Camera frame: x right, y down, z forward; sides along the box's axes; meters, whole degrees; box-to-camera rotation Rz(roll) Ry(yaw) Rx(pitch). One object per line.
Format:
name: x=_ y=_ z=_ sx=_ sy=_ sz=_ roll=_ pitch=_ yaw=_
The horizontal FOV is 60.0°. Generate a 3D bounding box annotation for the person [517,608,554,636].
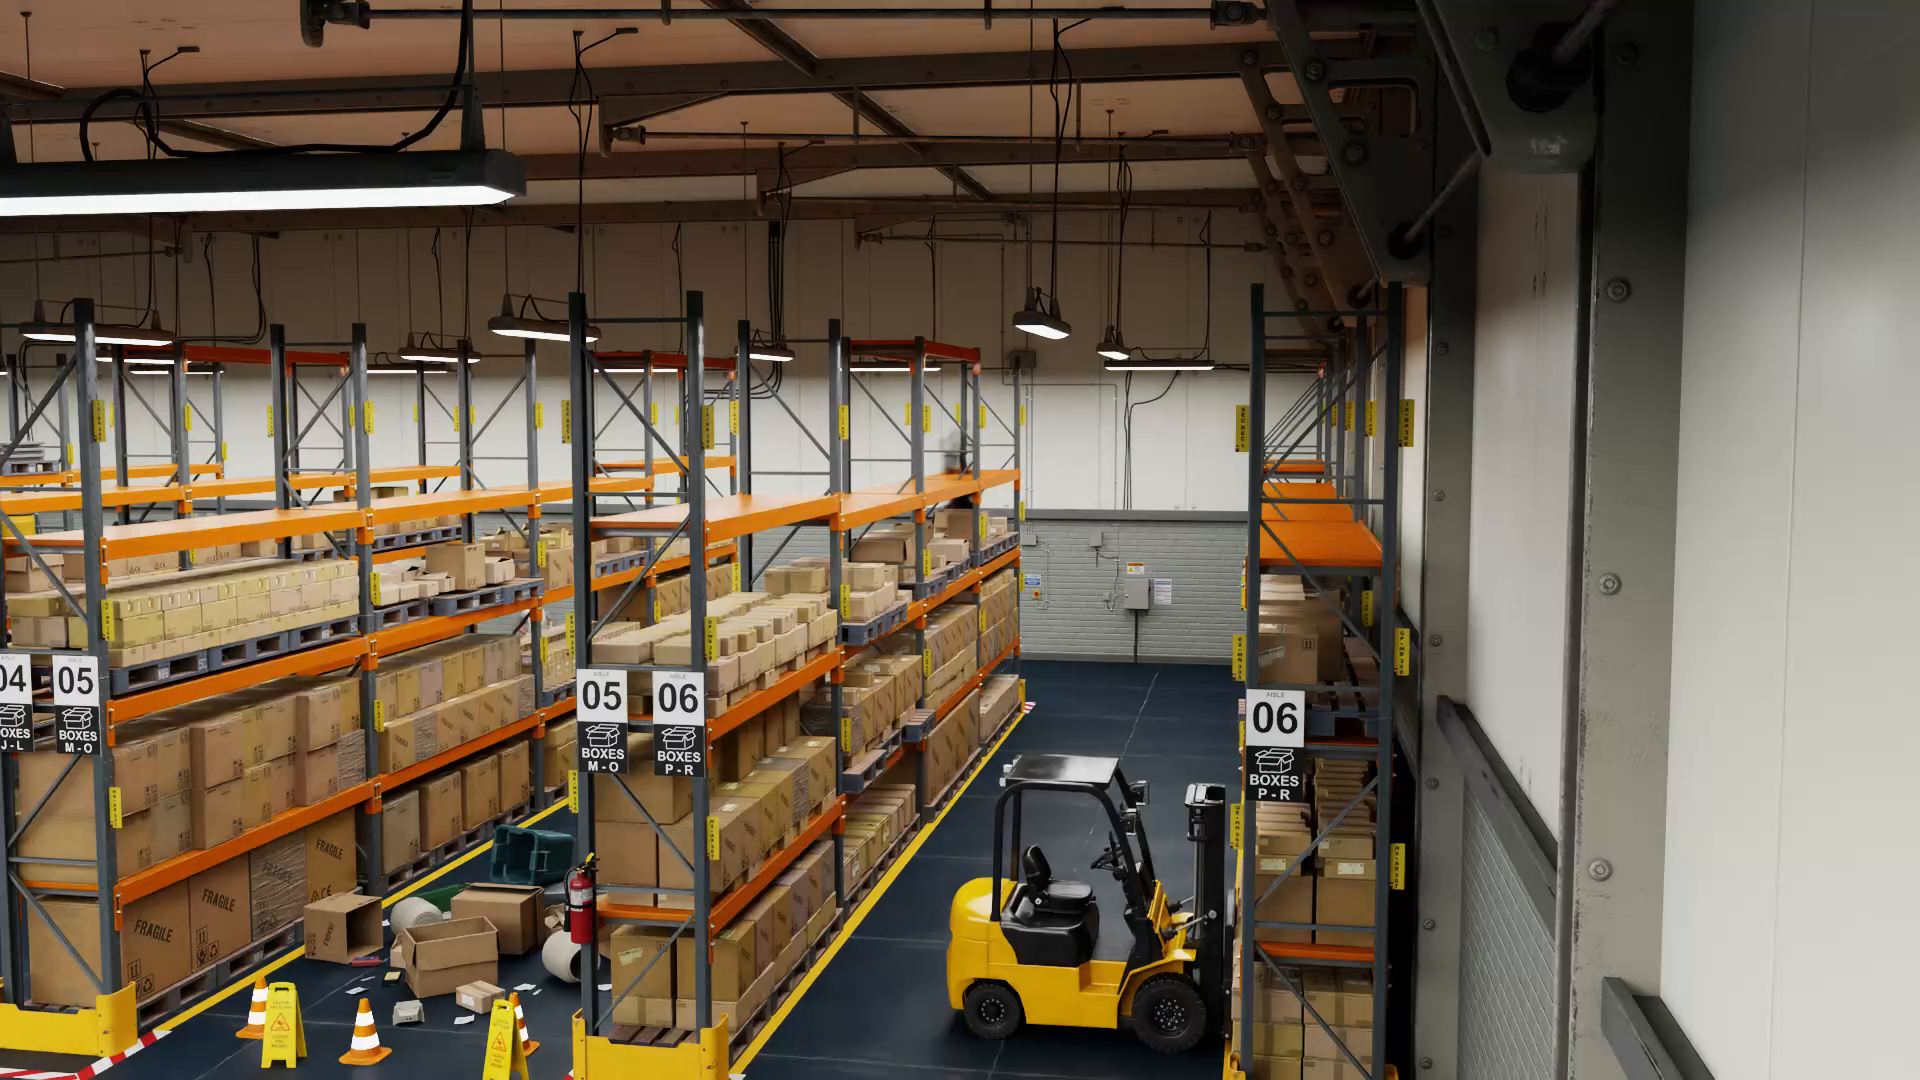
person: x=-7.797 y=1.841 z=30.759 sx=0.660 sy=1.709 sz=0.562 roll=-4 pitch=6 yaw=-39
